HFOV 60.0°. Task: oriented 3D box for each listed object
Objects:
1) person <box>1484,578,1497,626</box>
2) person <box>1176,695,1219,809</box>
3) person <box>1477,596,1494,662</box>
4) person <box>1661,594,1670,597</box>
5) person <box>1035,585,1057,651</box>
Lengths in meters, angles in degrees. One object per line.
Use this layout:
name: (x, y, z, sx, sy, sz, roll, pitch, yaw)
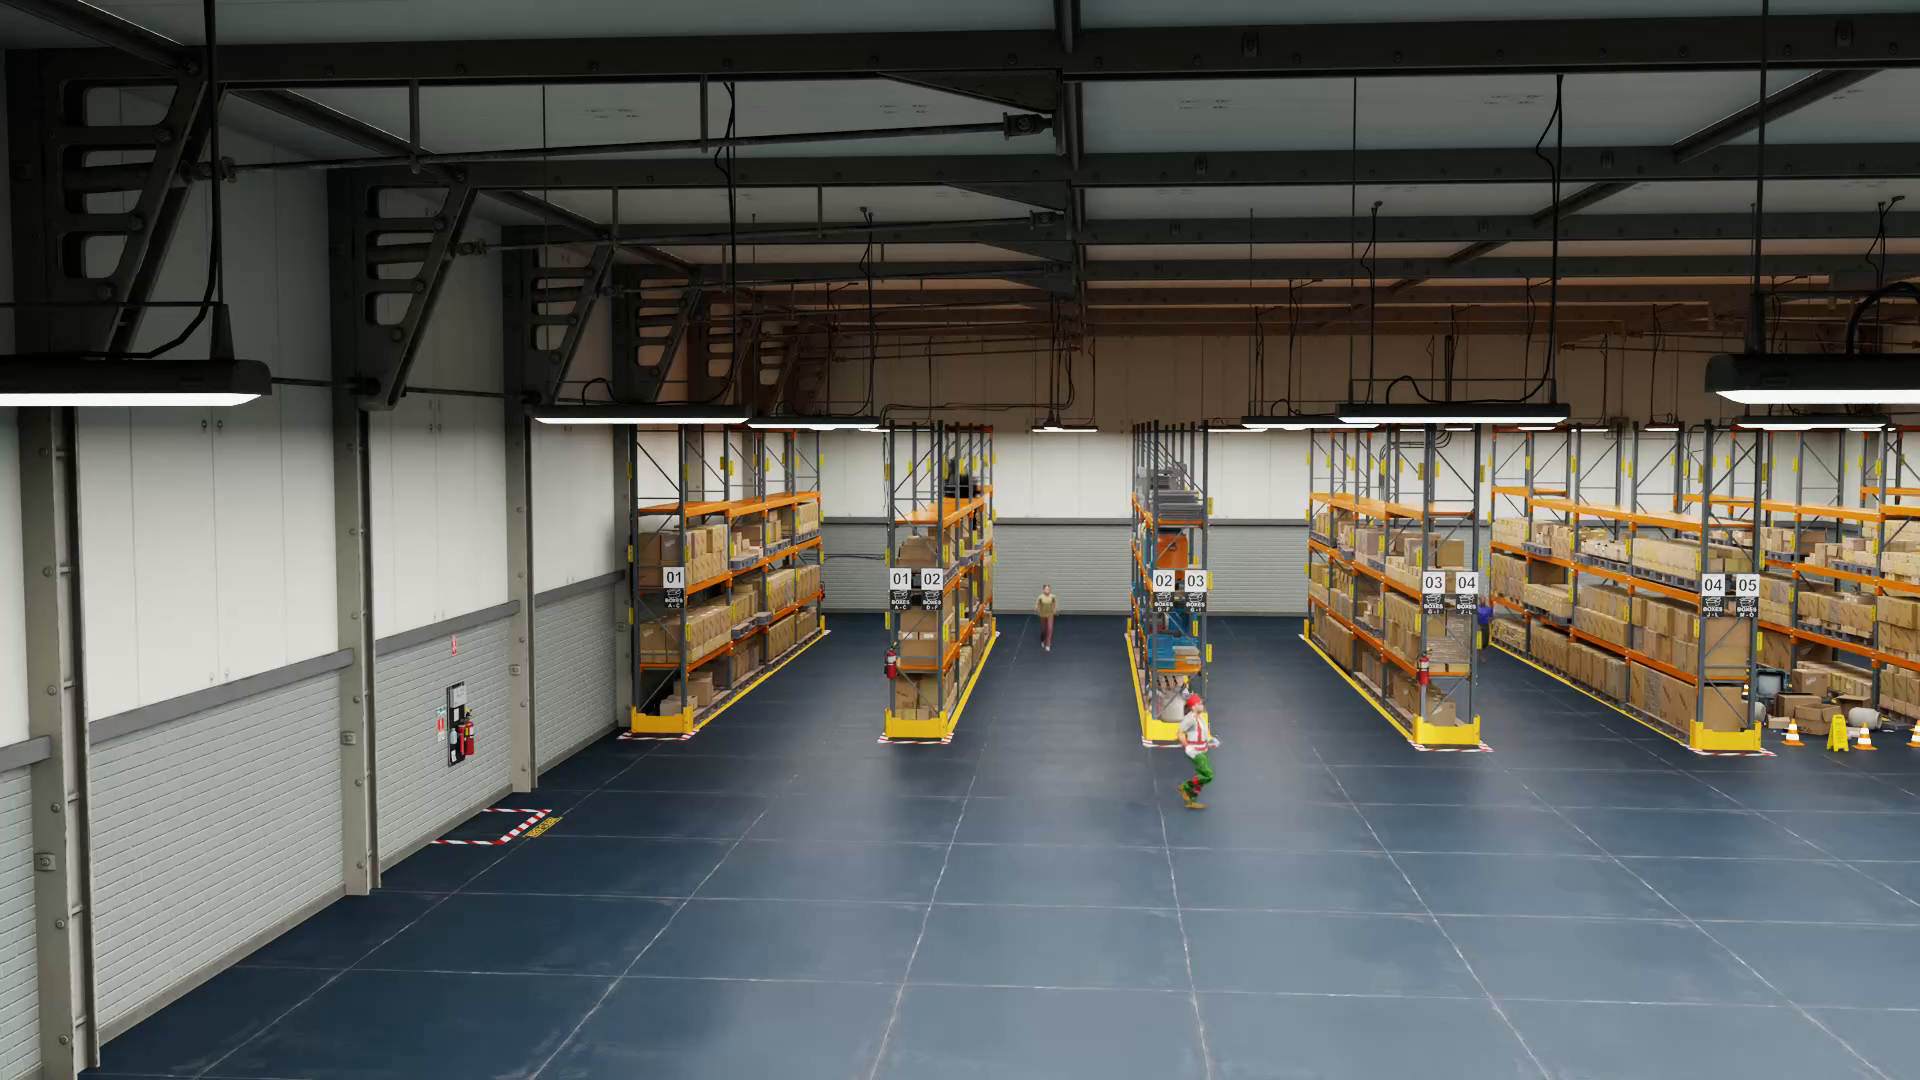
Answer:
person: (15.097, 1.892, 47.137, 0.789, 1.781, 0.754, -1, 4, -14)
person: (3.652, 3.243, 25.411, 0.582, 1.737, 0.665, 2, 4, 25)
person: (13.200, 2.233, 42.049, 0.583, 1.620, 0.924, 0, 4, 3)
person: (20.283, 1.892, 47.208, 0.701, 1.753, 0.689, 1, 4, 16)
person: (2.198, 1.948, 42.190, 0.571, 1.654, 0.724, 0, 4, -4)
